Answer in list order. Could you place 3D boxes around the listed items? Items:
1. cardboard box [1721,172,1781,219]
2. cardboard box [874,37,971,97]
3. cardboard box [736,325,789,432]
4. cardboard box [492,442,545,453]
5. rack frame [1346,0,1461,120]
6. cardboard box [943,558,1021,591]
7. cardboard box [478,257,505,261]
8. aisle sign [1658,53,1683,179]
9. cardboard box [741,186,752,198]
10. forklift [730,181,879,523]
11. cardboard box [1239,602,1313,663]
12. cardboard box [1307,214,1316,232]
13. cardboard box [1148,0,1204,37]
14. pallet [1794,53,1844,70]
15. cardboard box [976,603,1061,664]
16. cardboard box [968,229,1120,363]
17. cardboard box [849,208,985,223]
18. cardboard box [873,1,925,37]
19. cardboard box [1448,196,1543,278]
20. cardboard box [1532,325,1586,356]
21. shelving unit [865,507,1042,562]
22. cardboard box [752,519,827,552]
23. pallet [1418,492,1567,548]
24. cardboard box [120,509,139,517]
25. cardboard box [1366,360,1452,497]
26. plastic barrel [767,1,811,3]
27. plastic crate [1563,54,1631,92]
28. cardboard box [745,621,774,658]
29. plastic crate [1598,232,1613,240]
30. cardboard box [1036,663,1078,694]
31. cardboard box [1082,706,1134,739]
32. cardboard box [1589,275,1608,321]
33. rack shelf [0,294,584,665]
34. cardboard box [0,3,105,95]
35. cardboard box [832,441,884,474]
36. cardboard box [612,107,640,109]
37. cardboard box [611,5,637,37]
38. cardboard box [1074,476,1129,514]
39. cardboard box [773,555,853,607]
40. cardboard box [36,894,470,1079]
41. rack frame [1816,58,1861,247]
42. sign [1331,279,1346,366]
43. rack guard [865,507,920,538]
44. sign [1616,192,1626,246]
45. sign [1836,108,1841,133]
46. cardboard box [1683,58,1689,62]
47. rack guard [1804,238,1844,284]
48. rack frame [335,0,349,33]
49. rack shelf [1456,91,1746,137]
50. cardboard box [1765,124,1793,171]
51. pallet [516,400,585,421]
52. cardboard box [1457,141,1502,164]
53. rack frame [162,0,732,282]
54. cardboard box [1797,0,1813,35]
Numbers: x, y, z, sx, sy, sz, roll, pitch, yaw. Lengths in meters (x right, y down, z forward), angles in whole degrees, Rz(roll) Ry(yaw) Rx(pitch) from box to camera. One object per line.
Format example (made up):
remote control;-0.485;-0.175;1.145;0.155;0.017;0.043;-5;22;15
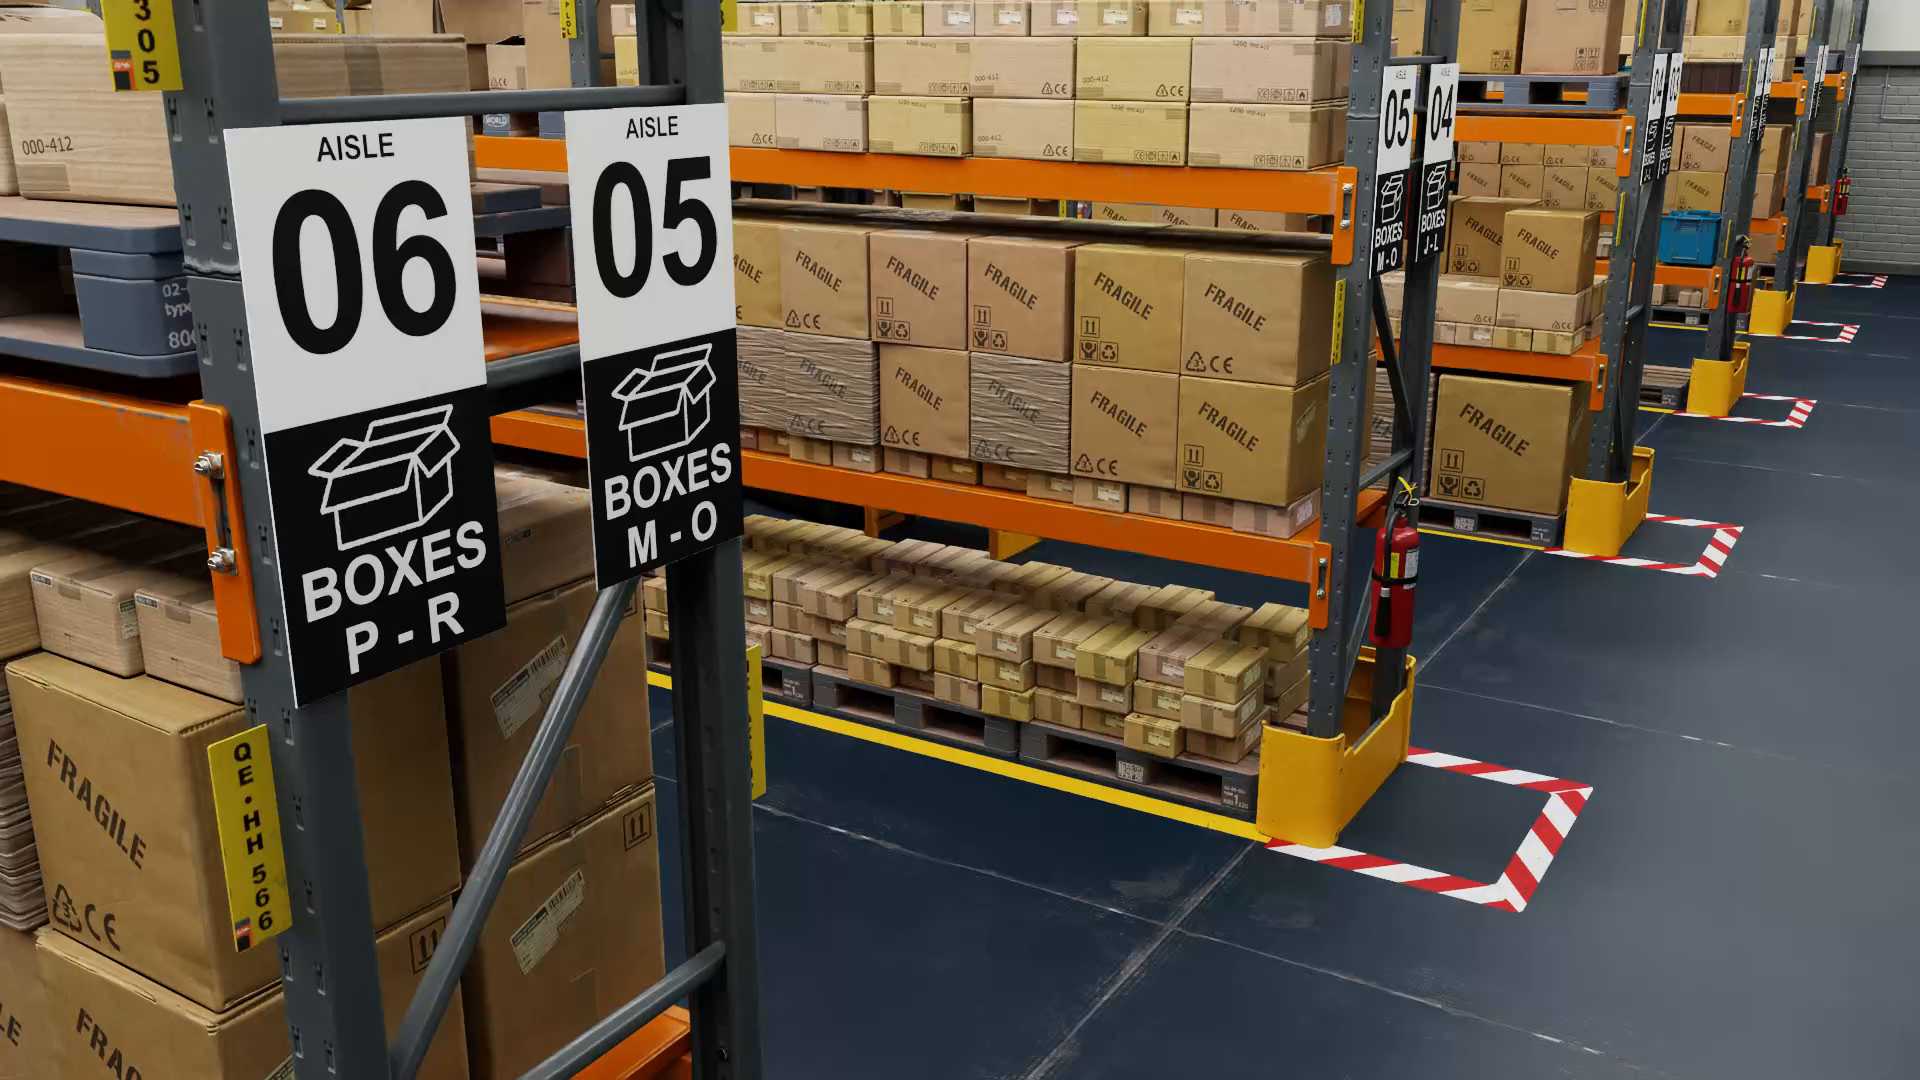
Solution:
cardboard box;9.125;-3.990;19.183;0.500;0.500;0.500;11;20;32
cardboard box;-0.041;-2.121;7.439;0.500;0.250;0.500;9;19;28
cardboard box;-0.913;-0.863;8.376;0.500;0.500;0.500;10;20;30
cardboard box;-2.575;-0.506;10.173;0.500;0.250;0.500;11;20;32
rack frame;1.780;-3.146;6.255;0.127;3.000;1.000;10;20;30
cardboard box;0.115;0.230;8.623;0.250;0.149;0.380;10;20;30
cardboard box;-3.058;-1.659;10.370;0.250;0.149;0.380;11;20;32
aisle sign;4.680;-2.796;10.951;0.004;0.787;0.394;10;20;30
cardboard box;-1.741;-3.118;14.586;0.637;0.503;0.797;11;20;32
forklift;-1.396;-1.880;12.527;1.130;2.935;3.031;-14;22;-39
cardboard box;1.511;0.439;7.933;0.250;0.149;0.380;9;19;28
cardboard box;4.676;-4.285;22.581;0.500;0.250;0.500;10;19;29
cardboard box;0.965;-2.147;6.840;0.250;0.149;0.380;9;19;28
pallet;11.601;-6.672;23.176;1.213;0.211;1.003;10;20;30
cardboard box;0.279;0.443;7.921;0.250;0.149;0.380;11;20;32
cardboard box;0.380;-1.106;7.457;0.500;0.500;0.500;11;20;33
cardboard box;-0.215;-1.389;8.389;0.500;0.500;0.500;11;20;31
cardboard box;-0.183;-2.325;7.424;0.250;0.149;0.380;9;19;28
cardboard box;3.768;-2.134;11.700;0.500;0.500;0.500;10;19;29
cardboard box;3.986;-1.341;11.066;0.250;0.149;0.380;11;20;31
shelving unit;-0.047;-0.721;11.175;1.083;1.500;0.587;10;20;31
cardboard box;-0.951;0.013;9.335;0.250;0.149;0.380;10;20;31
pallet;3.739;-0.256;11.862;1.213;0.211;1.003;10;20;30
cardboard box;-1.789;-0.146;3.692;0.250;0.149;0.380;10;20;31
cardboard box;3.099;-0.889;12.079;0.875;0.875;0.875;10;20;30
plastic barrel;-2.067;-6.092;20.253;0.600;0.901;0.600;0;17;0
plastic crate;5.896;-4.421;15.720;0.767;0.338;0.504;10;20;30
cardboard box;-1.021;0.480;8.823;0.250;0.149;0.380;10;20;30
plastic crate;6.208;-2.909;16.148;0.298;0.136;0.250;10;20;30
cardboard box;0.562;0.591;7.945;0.250;0.149;0.380;10;19;29
cardboard box;0.770;0.784;7.822;0.250;0.149;0.380;10;20;30
cardboard box;4.194;-1.699;11.559;0.500;0.250;0.500;10;19;29
rack shelf;-2.429;-0.429;3.710;4.000;0.370;1.077;10;20;30
cardboard box;-1.974;-0.915;3.332;0.500;0.311;0.500;11;20;31
cardboard box;-0.411;-0.451;8.138;0.250;0.149;0.380;11;20;32
cardboard box;-1.372;-2.111;8.268;0.500;0.250;0.500;11;20;33
cardboard box;-1.507;-2.573;8.242;0.250;0.149;0.380;10;19;29
cardboard box;0.711;-0.249;7.473;0.250;0.149;0.380;11;20;32
cardboard box;-0.764;0.215;8.670;0.250;0.149;0.380;10;19;29
cardboard box;-1.274;0.910;3.051;0.500;0.500;0.500;10;20;30
rack frame;12.239;-5.169;23.236;0.127;3.000;1.000;10;20;30
sign;1.472;-0.846;6.470;0.005;0.325;0.100;10;20;30
rack guard;-0.468;-0.200;11.609;0.087;0.250;0.587;10;20;31
sign;4.166;-2.023;10.482;0.005;0.325;0.100;10;20;30
sign;11.943;-5.704;22.598;0.005;0.325;0.100;10;20;30
cardboard box;8.220;-5.469;19.322;0.500;0.250;0.500;10;20;30
rack guard;12.259;-3.969;23.587;0.348;0.500;1.175;10;20;30
rack frame;-5.764;-6.184;16.257;0.127;3.000;1.000;10;20;30
rack shelf;5.350;-4.110;15.828;4.000;0.370;1.077;10;20;30
cardboard box;9.409;-4.600;19.472;0.500;0.500;0.500;11;20;32
pallet;-2.204;-0.944;9.659;1.213;0.211;1.003;10;20;30
cardboard box;6.495;-4.935;20.573;0.500;0.500;0.500;11;20;31
rack frame;-0.725;-1.904;2.168;0.127;3.000;1.000;10;20;30
cardboard box;11.472;-7.183;22.781;0.500;0.500;0.500;10;20;30
